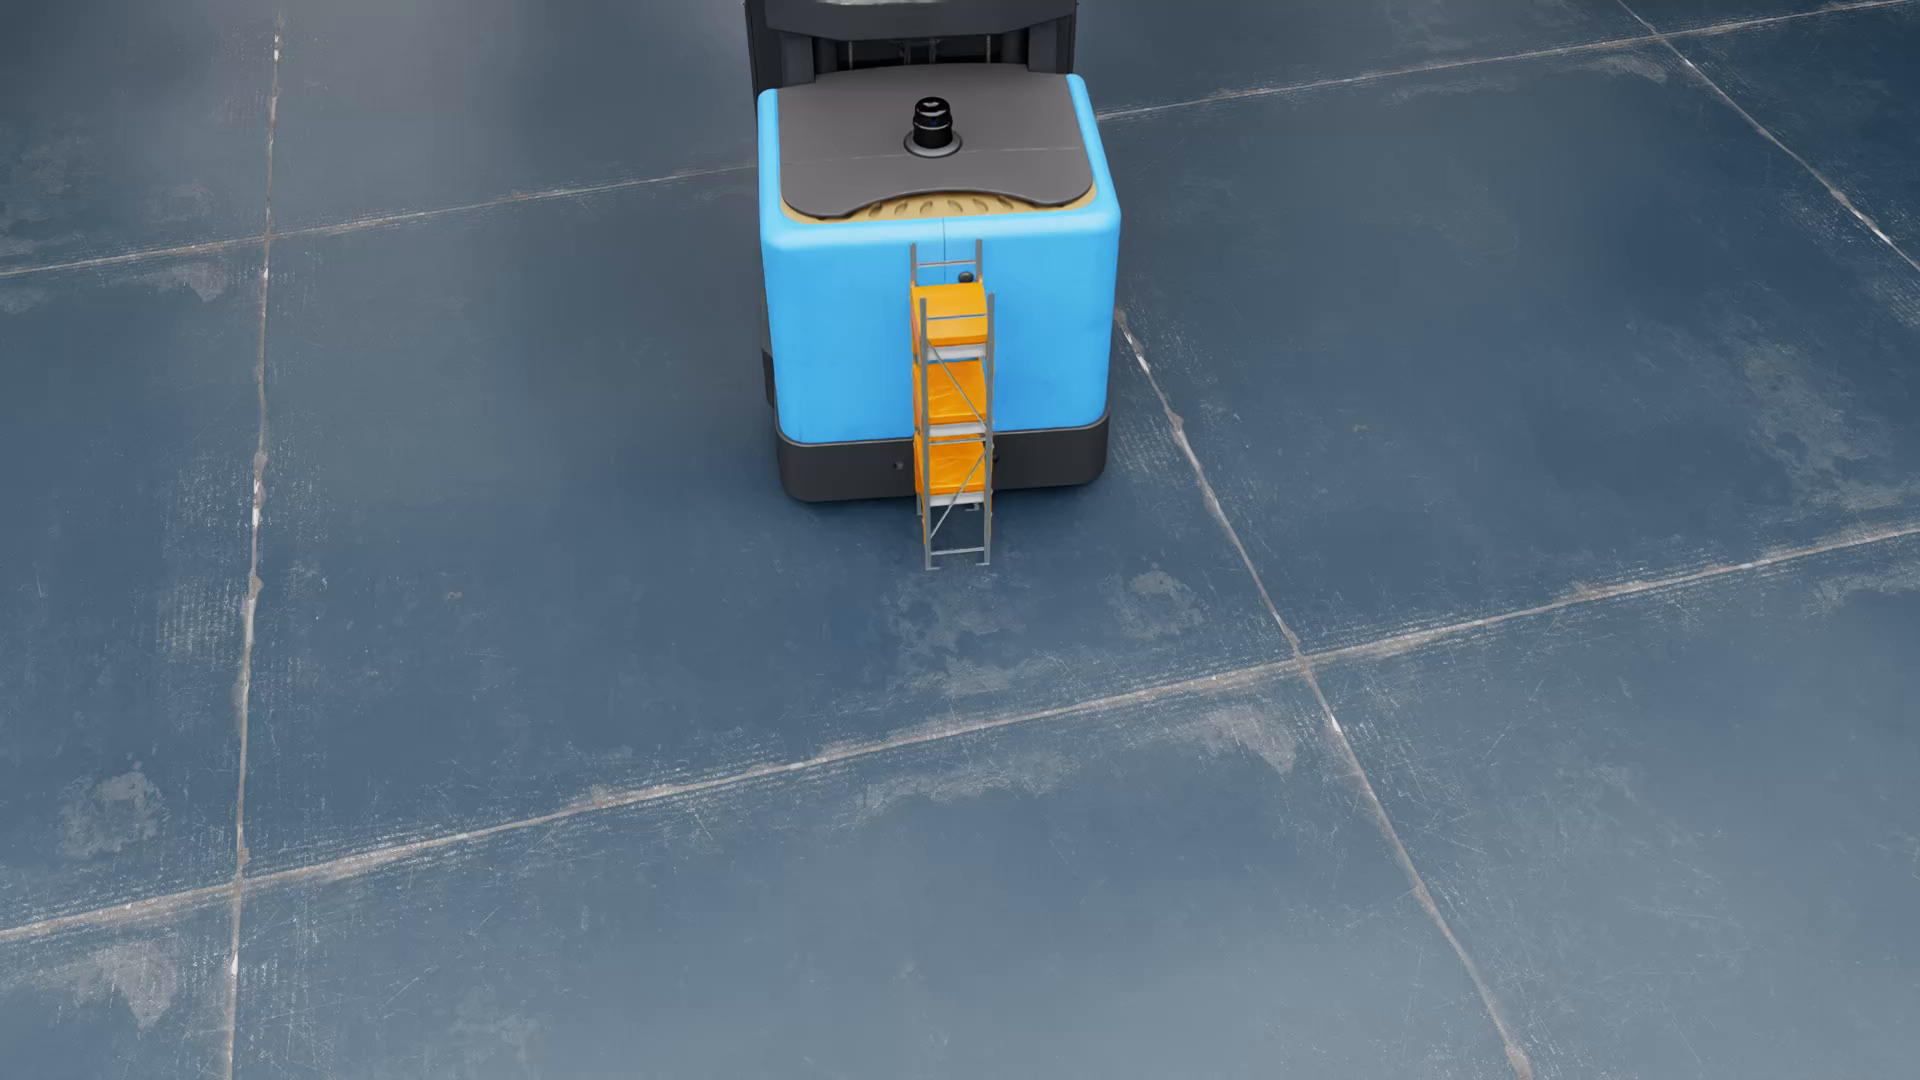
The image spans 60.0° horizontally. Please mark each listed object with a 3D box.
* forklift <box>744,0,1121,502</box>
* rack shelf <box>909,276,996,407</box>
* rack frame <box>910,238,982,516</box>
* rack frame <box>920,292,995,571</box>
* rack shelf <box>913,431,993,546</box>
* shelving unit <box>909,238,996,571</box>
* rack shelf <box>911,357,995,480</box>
[{"bbox_3d":[-0.184,-2.201,5.355,1.130,2.935,3.031,-4,46,-4],"label":"forklift"},{"bbox_3d":[-0.023,-0.560,4.681,0.215,0.259,0.240,-5,46,-5],"label":"rack shelf"},{"bbox_3d":[-0.038,-0.455,4.961,0.200,1.050,0.008,-5,46,-5],"label":"rack frame"},{"bbox_3d":[-0.007,-0.283,4.792,0.200,1.050,0.008,-5,46,-5],"label":"rack frame"},{"bbox_3d":[-0.022,-0.167,5.083,0.215,0.259,0.240,-5,46,-5],"label":"rack shelf"},{"bbox_3d":[-0.023,-0.369,4.876,0.215,1.050,0.252,-5,46,-5],"label":"shelving unit"},{"bbox_3d":[-0.023,-0.362,4.884,0.215,0.259,0.240,-5,46,-5],"label":"rack shelf"}]
